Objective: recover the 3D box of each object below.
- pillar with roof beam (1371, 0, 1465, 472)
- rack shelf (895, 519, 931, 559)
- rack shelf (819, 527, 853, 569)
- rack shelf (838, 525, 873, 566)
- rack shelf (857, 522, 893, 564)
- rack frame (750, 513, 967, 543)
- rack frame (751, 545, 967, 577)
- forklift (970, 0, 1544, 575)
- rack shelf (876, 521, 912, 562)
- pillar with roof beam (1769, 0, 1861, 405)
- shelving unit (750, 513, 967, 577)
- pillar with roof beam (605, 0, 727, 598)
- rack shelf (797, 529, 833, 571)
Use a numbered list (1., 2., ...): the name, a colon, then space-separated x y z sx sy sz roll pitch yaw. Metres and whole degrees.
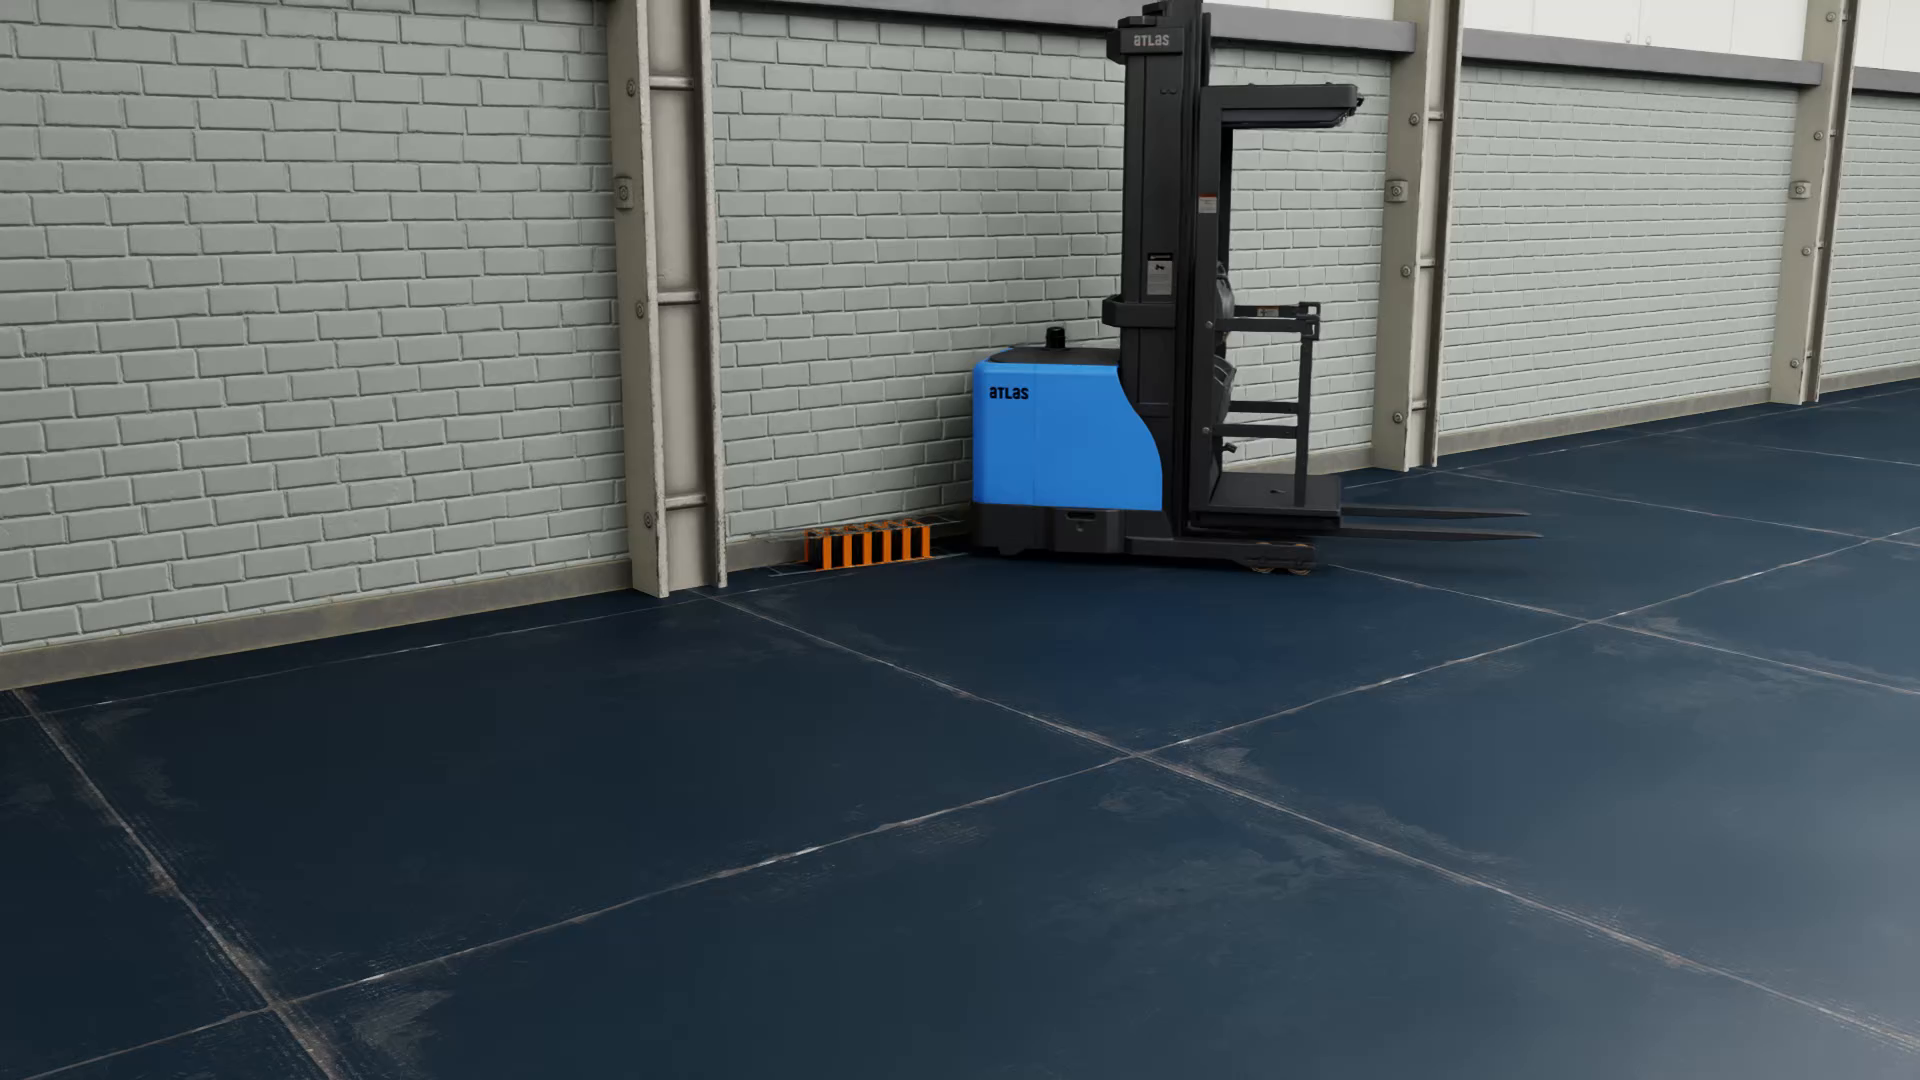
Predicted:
1. pillar with roof beam: 5.936 -4.245 7.955 0.400 9.000 9.100 -9 15 -38
2. rack shelf: -0.265 -0.009 9.210 0.103 0.180 0.258 -7 14 -30
3. rack shelf: -0.679 0.038 8.973 0.103 0.180 0.258 -7 14 -30
4. rack shelf: -0.576 0.026 9.032 0.103 0.180 0.258 -7 14 -30
5. rack shelf: -0.472 0.014 9.091 0.103 0.180 0.258 -7 14 -30
6. rack frame: -0.537 -0.068 9.035 1.200 0.006 0.240 -7 14 -30
7. rack frame: -0.538 0.111 9.073 1.200 0.006 0.240 -7 14 -30
8. forklift: 1.626 -1.369 9.020 3.031 2.935 1.130 3 12 12
9. rack shelf: -0.369 0.003 9.151 0.103 0.180 0.258 -7 14 -30
10. pillar with roof beam: 10.621 -5.024 11.622 0.400 9.000 9.100 -9 15 -38
11. shelving unit: -0.537 0.022 9.054 1.200 0.189 0.258 -7 14 -30
12. pillar with roof beam: 1.251 -3.466 4.289 0.400 9.000 9.100 -9 15 -38
13. rack shelf: -0.783 0.050 8.913 0.103 0.180 0.258 -7 14 -30
